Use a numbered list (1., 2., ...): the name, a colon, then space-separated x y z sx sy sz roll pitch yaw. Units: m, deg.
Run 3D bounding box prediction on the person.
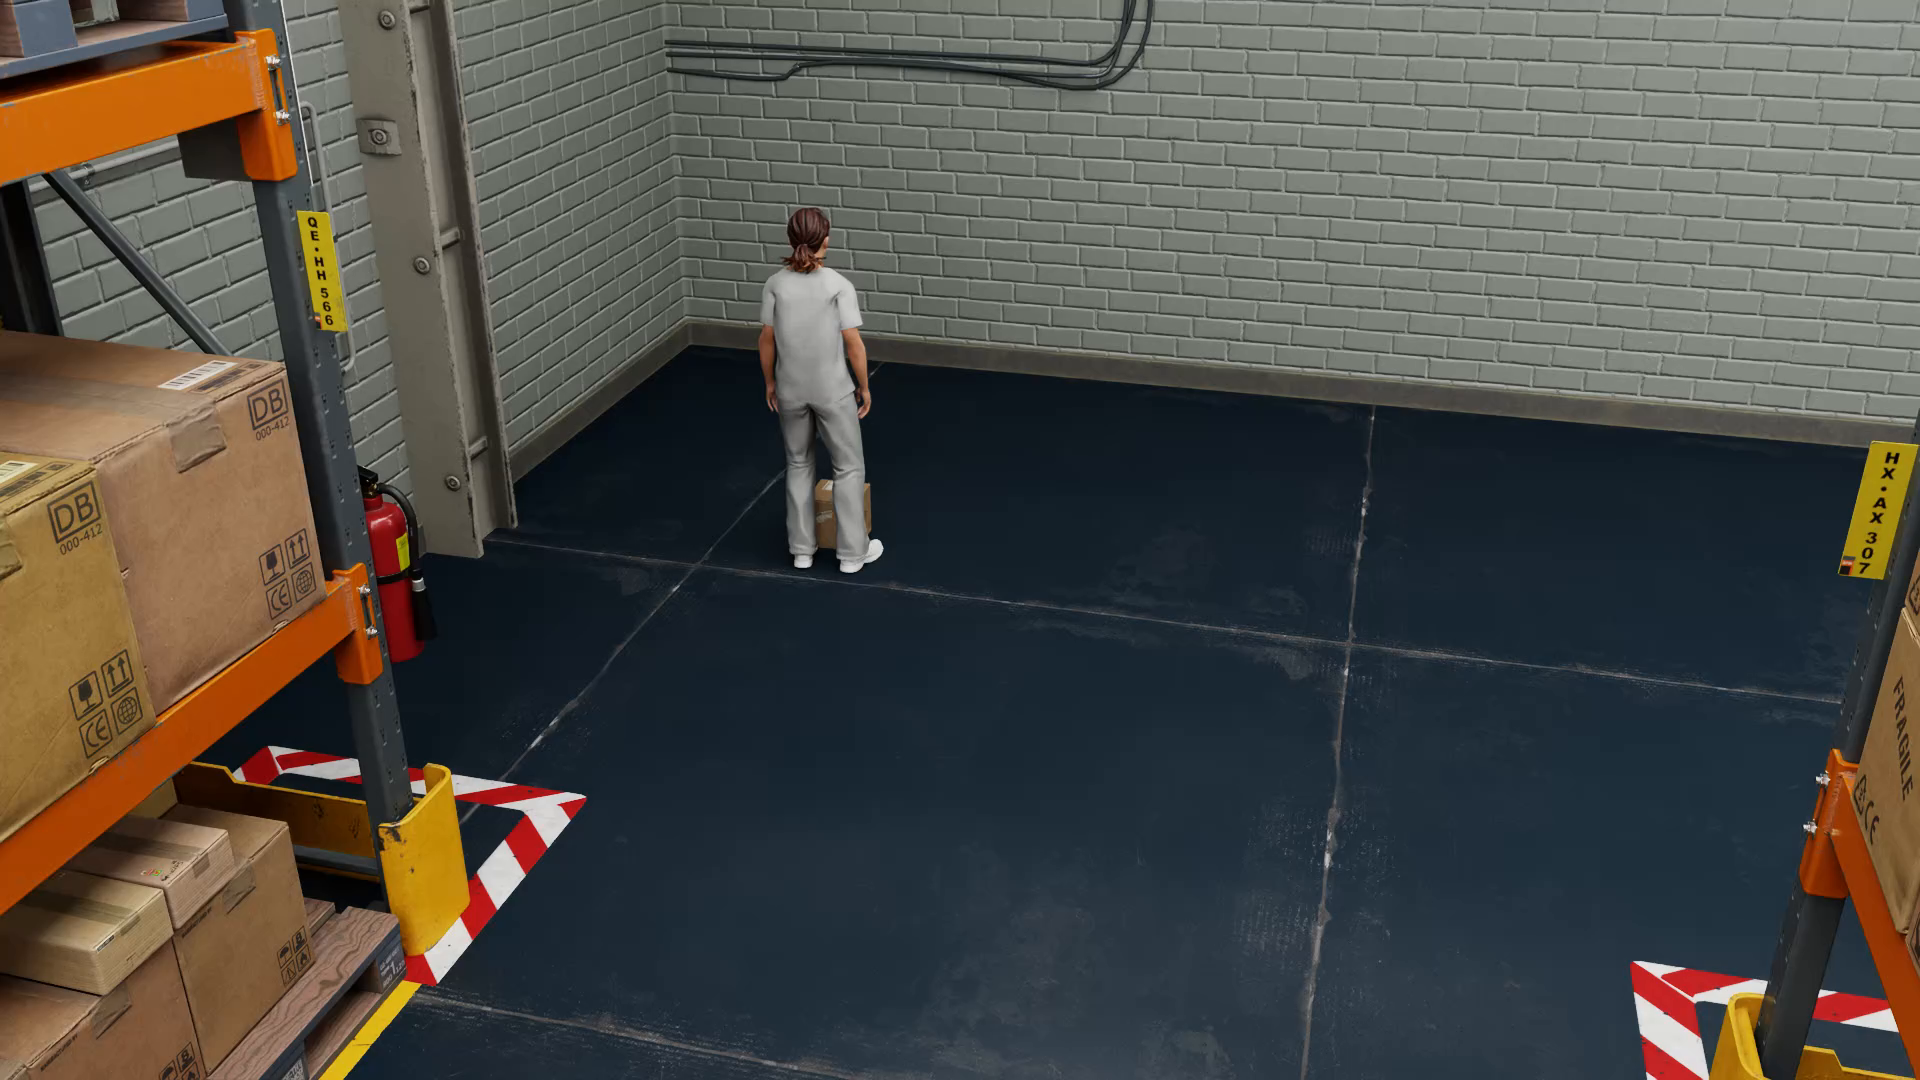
1. person: -0.642 -0.661 7.502 0.512 1.673 0.355 5 26 11
